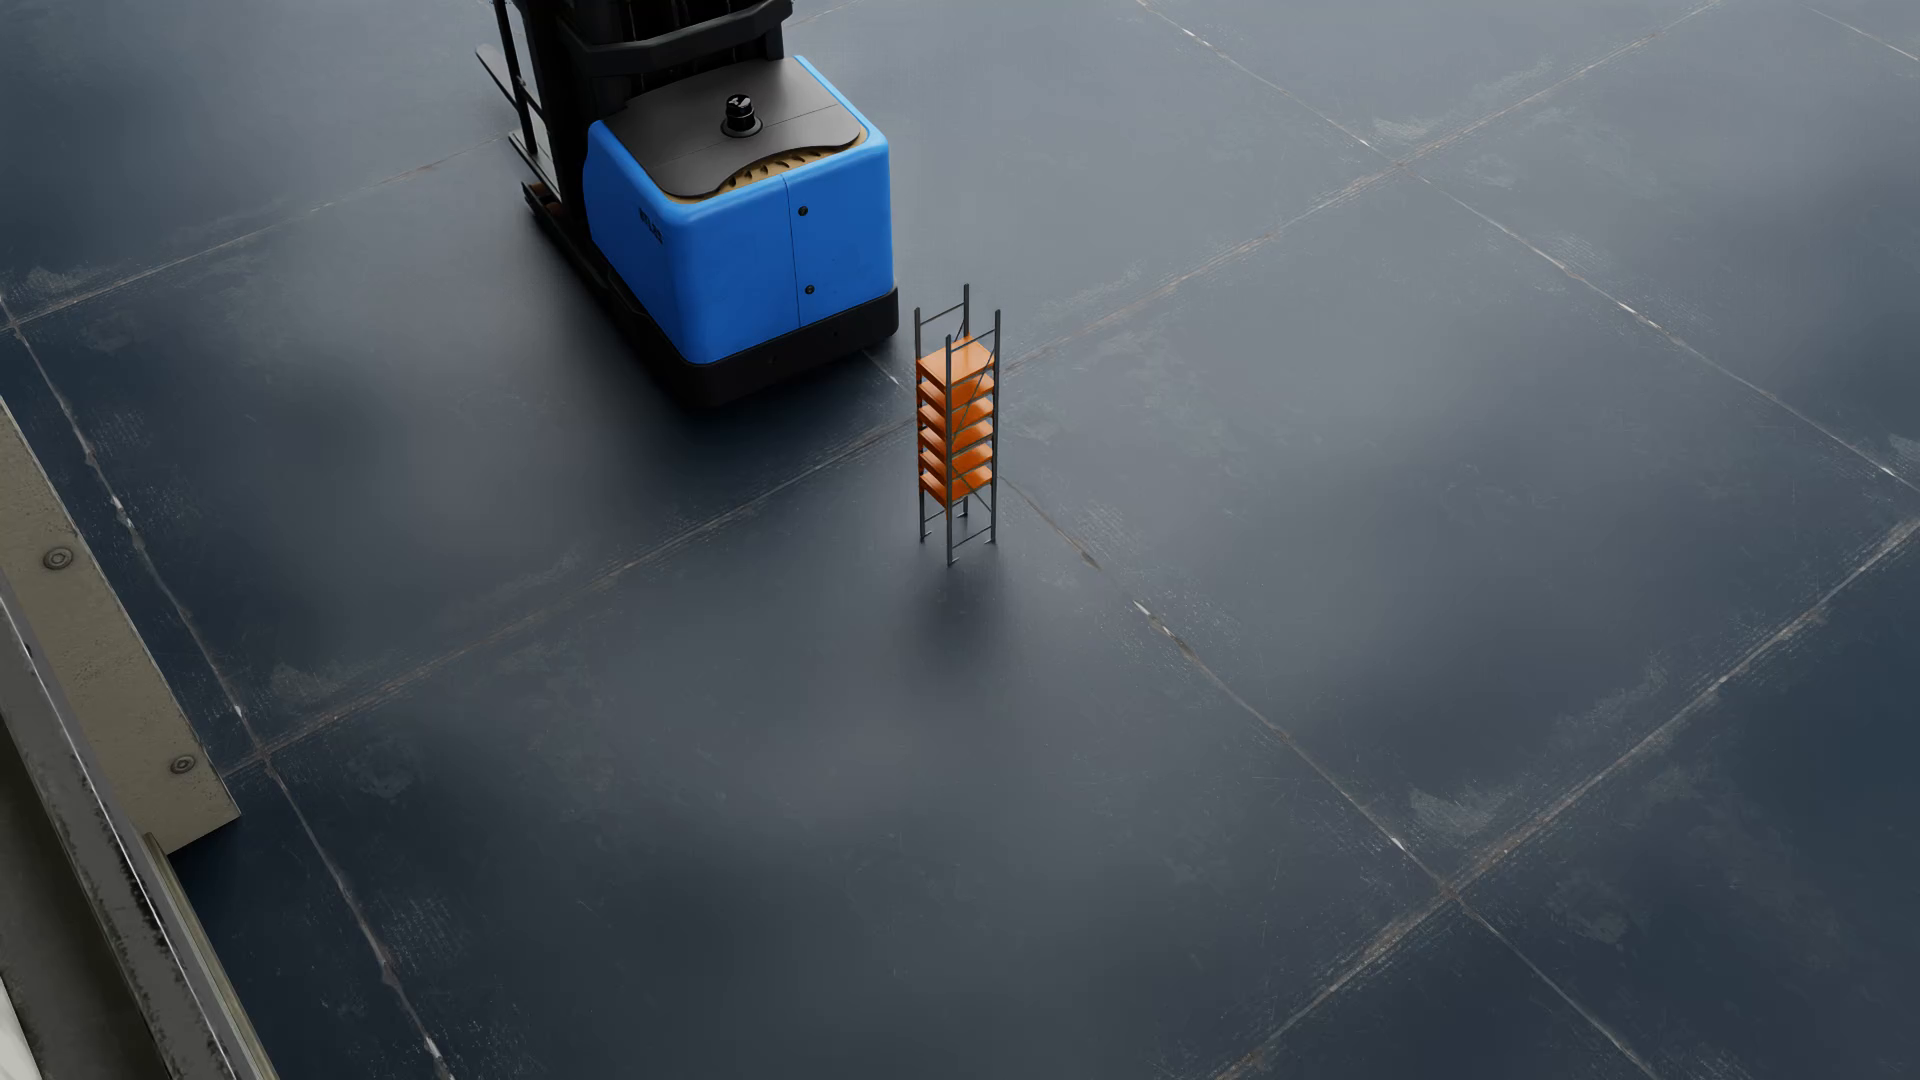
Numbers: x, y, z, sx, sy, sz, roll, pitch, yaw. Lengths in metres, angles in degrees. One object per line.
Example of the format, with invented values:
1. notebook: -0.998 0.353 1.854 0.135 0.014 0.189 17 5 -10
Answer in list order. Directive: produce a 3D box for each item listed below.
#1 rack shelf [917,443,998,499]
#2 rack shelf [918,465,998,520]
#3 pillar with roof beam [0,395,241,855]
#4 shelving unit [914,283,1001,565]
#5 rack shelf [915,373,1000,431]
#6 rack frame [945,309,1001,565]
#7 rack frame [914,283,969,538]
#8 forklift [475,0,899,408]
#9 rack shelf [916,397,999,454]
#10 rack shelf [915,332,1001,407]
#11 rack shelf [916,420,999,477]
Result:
1. rack shelf: -0.009 -0.301 6.434 0.258 0.103 0.180 -29 54 -24
2. rack shelf: -0.009 -0.220 6.523 0.258 0.103 0.180 -29 54 -24
3. pillar with roof beam: 0.648 -4.032 4.330 9.100 9.000 0.400 -29 54 -24
4. shelving unit: -0.009 -0.412 6.312 0.258 1.200 0.189 -29 54 -24
5. rack shelf: -0.009 -0.543 6.167 0.258 0.103 0.180 -29 54 -24
6. rack frame: 0.047 -0.358 6.263 0.240 1.200 0.006 -29 54 -24
7. rack frame: -0.064 -0.465 6.361 0.240 1.200 0.006 -29 54 -24
8. forklift: -1.484 -2.631 7.156 1.130 2.935 3.031 -25 52 -21
9. rack shelf: -0.009 -0.462 6.256 0.258 0.103 0.180 -29 54 -24
10. rack shelf: -0.009 -0.623 6.078 0.258 0.103 0.180 -29 54 -24
11. rack shelf: -0.009 -0.382 6.345 0.258 0.103 0.180 -29 54 -24
